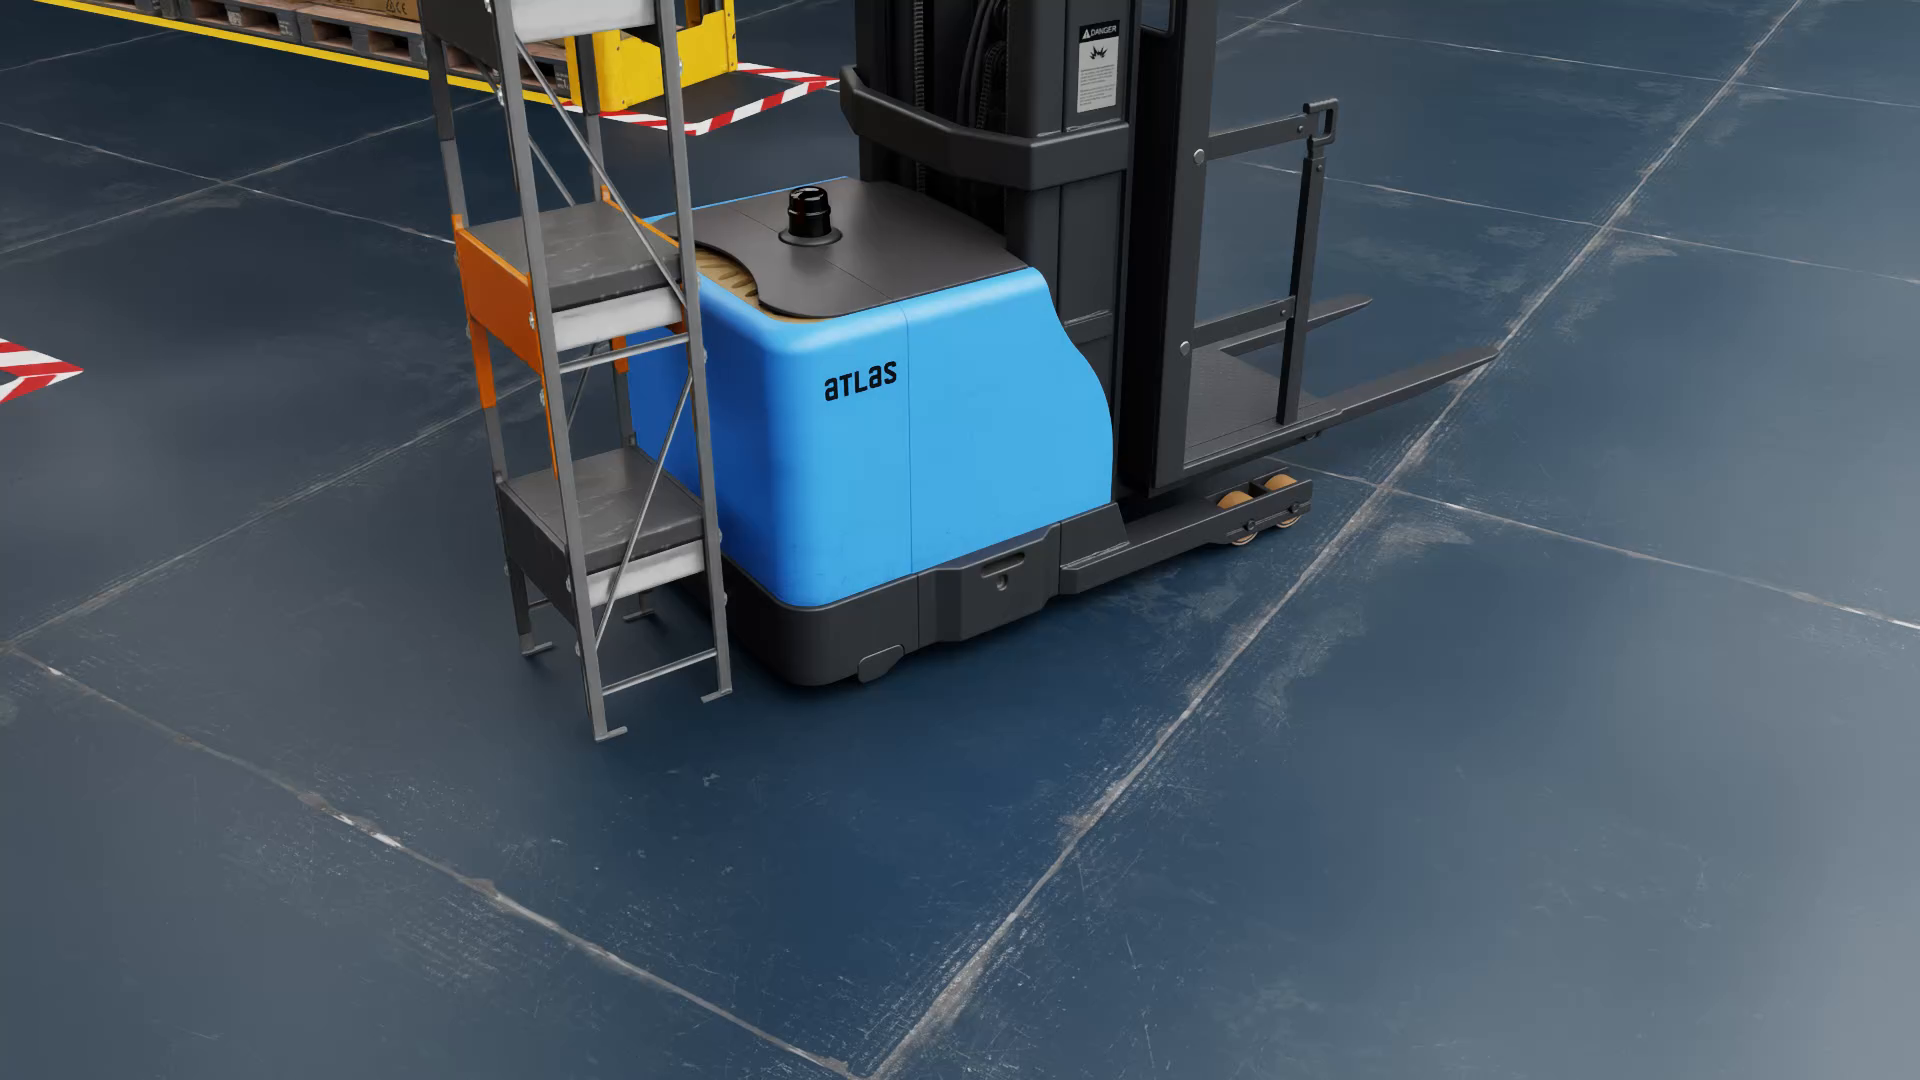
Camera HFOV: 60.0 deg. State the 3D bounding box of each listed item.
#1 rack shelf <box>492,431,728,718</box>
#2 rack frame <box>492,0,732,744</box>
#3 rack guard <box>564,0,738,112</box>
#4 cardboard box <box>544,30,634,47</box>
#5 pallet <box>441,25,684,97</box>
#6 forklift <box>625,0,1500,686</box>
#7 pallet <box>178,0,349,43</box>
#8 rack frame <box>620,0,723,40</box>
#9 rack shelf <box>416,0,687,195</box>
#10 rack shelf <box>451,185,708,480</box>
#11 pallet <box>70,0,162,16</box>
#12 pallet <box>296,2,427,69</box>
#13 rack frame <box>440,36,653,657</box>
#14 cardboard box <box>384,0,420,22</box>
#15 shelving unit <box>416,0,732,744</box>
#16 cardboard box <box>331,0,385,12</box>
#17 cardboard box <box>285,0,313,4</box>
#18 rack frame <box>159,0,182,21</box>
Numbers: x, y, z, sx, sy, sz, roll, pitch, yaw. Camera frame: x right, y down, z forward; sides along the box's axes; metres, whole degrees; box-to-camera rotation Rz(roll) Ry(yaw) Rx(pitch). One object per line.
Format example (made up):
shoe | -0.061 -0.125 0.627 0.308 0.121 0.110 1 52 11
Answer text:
rack shelf | -0.929 0.080 4.446 0.431 0.518 0.480 -19 35 -30
rack frame | -0.789 -0.436 3.914 0.400 2.100 0.015 -19 35 -30
rack guard | -1.796 -2.918 9.756 0.348 0.500 1.175 18 35 27
cardboard box | -2.252 -3.254 9.914 0.500 0.500 0.500 25 39 36
pallet | -2.465 -3.026 10.227 1.213 0.211 1.003 18 35 27
forklift | 0.512 -1.448 4.823 3.031 2.935 1.130 -20 36 -30
pallet | -4.532 -3.680 11.348 1.213 0.211 1.003 18 35 27
rack frame | -1.732 -3.977 9.091 0.127 3.000 1.000 18 35 27
rack shelf | -0.929 -1.130 3.741 0.431 0.518 0.480 -19 35 -30
rack shelf | -0.929 -0.525 4.093 0.431 0.518 0.480 -19 35 -30
pallet | -5.780 -4.052 11.987 1.213 0.211 1.003 18 35 27
pallet | -3.495 -3.353 10.788 1.213 0.211 1.003 18 35 27
rack frame | -1.069 -0.638 4.259 0.400 2.100 0.015 -19 35 -30
cardboard box | -3.296 -3.575 10.465 0.500 0.500 0.500 21 36 32
shelving unit | -0.929 -0.537 4.087 0.431 2.100 0.503 -19 35 -30
cardboard box | -3.745 -3.743 10.754 0.500 0.500 0.500 14 33 23
cardboard box | -4.313 -3.876 10.981 0.500 0.500 0.500 -23 37 -33
rack frame | -5.120 -5.049 10.928 0.127 3.000 1.000 18 35 27
